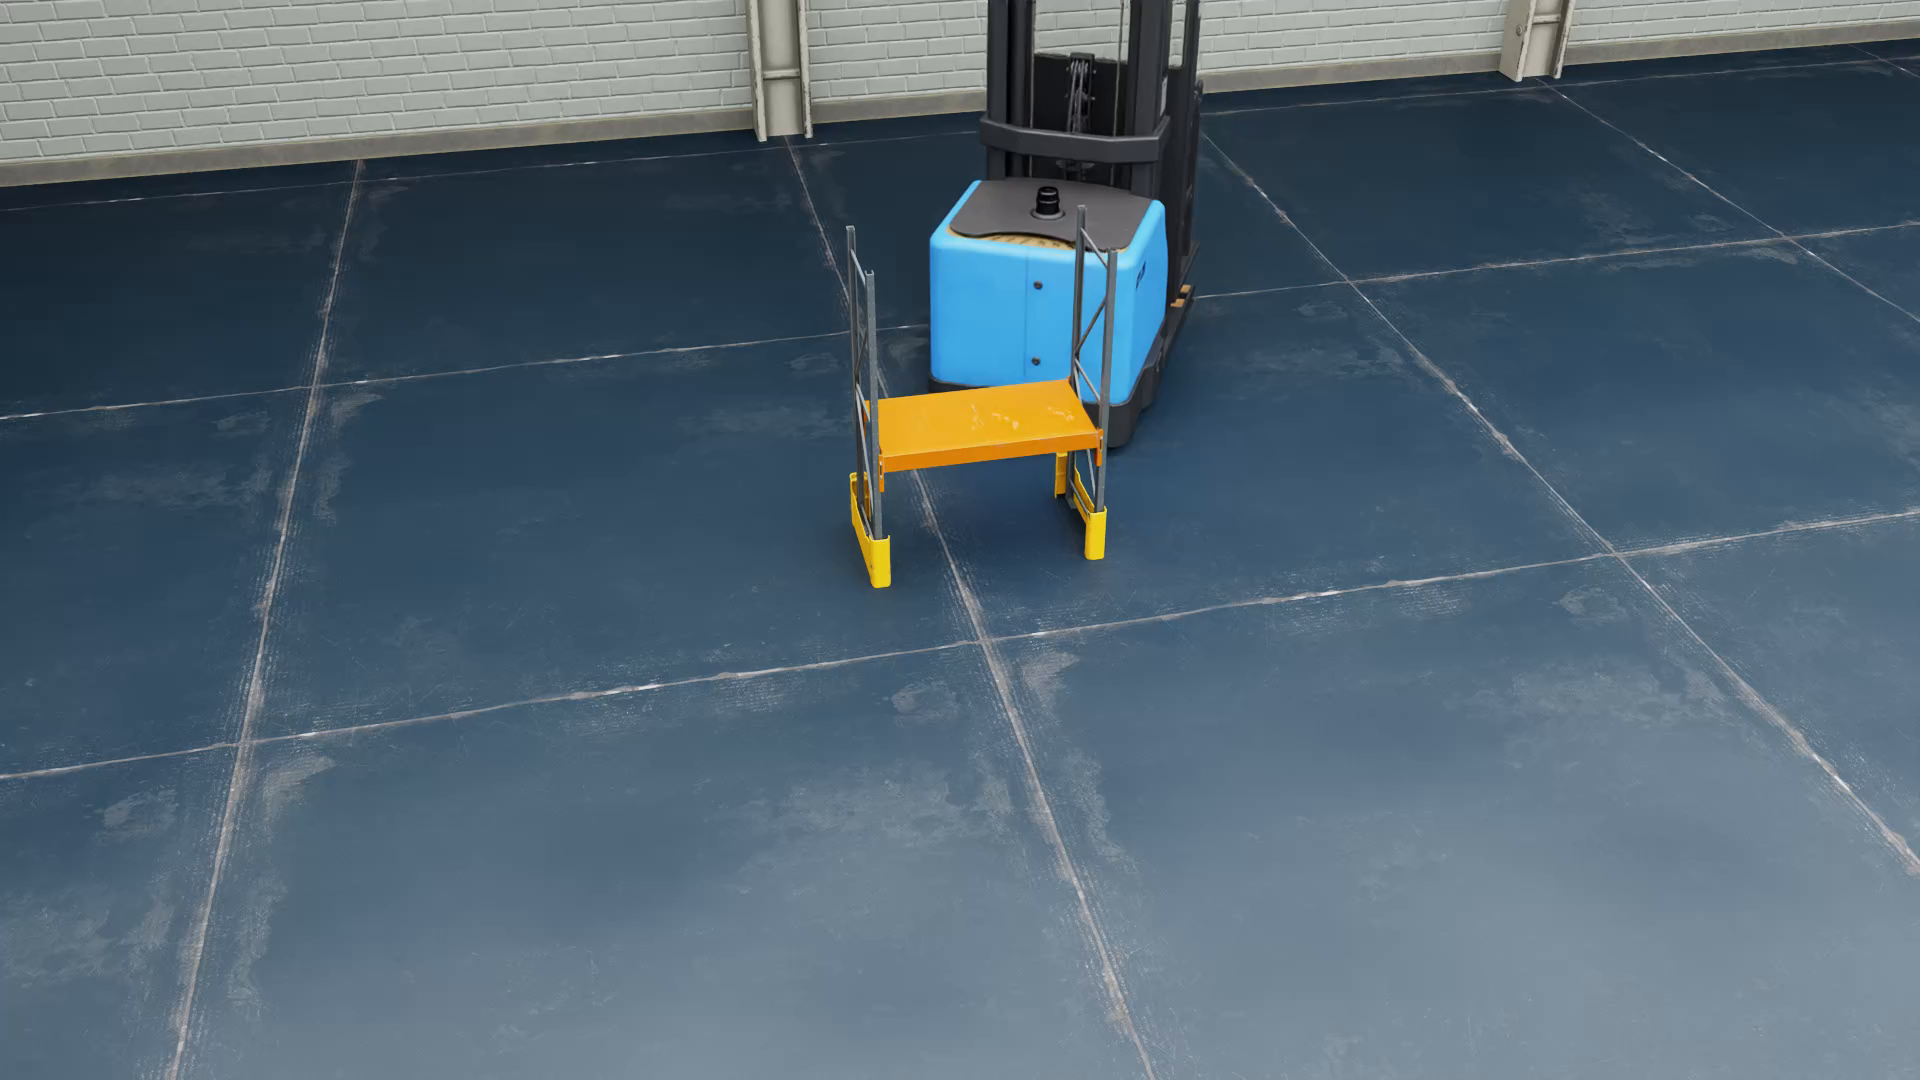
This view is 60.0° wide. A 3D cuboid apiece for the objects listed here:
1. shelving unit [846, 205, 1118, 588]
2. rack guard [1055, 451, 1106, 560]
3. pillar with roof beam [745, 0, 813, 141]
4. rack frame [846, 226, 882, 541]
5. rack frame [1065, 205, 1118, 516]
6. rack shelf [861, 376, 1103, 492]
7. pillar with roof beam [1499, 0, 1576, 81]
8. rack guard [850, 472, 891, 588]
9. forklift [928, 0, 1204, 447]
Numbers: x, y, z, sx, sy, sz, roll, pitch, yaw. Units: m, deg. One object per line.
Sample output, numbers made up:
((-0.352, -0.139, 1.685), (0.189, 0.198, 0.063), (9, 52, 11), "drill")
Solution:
((0.074, -0.632, 7.346), (1.083, 1.500, 0.587), (-7, 35, -11), "shelving unit")
((0.560, -0.174, 7.786), (0.087, 0.250, 0.587), (-7, 35, -11), "rack guard")
((-0.350, -4.395, 6.224), (0.400, 9.000, 9.100), (-7, 35, -11), "pillar with roof beam")
((-0.413, -0.571, 7.255), (0.032, 1.500, 0.500), (-7, 35, -11), "rack frame")
((0.579, -0.696, 7.441), (0.032, 1.500, 0.500), (-7, 35, -11), "rack frame")
((0.083, -0.484, 7.448), (1.000, 0.185, 0.538), (-7, 35, -11), "rack shelf")
((5.503, -5.133, 7.323), (0.400, 9.000, 9.100), (-7, 35, -11), "pillar with roof beam")
((-0.411, -0.052, 7.603), (0.087, 0.250, 0.587), (-7, 35, -11), "rack guard")
((0.746, -2.496, 8.840), (1.130, 2.935, 3.031), (9, 35, 14), "forklift")
